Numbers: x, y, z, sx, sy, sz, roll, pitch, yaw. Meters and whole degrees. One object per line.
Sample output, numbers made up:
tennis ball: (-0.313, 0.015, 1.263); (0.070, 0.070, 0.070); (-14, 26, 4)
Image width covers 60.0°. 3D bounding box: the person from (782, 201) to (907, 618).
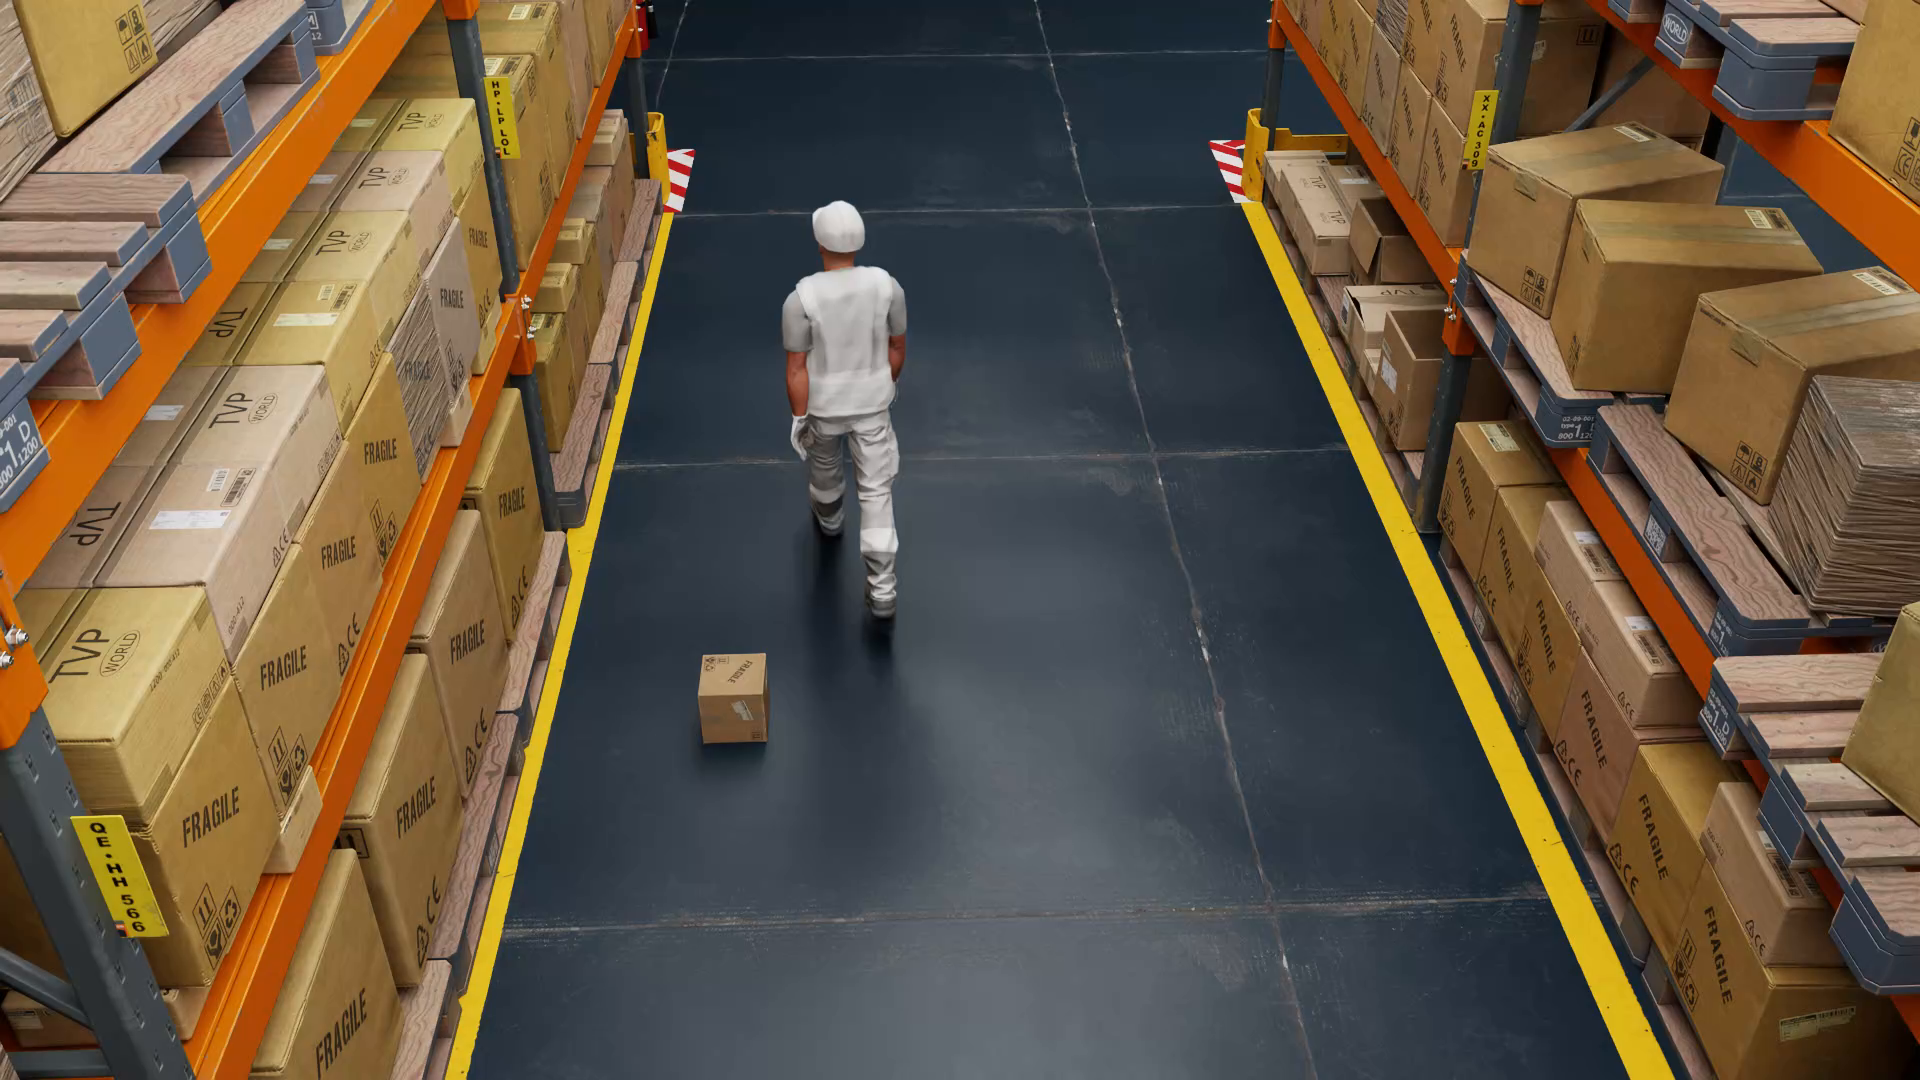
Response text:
person: (-0.472, -0.590, 6.987); (0.520, 1.744, 1.090); (-6, 35, -8)
